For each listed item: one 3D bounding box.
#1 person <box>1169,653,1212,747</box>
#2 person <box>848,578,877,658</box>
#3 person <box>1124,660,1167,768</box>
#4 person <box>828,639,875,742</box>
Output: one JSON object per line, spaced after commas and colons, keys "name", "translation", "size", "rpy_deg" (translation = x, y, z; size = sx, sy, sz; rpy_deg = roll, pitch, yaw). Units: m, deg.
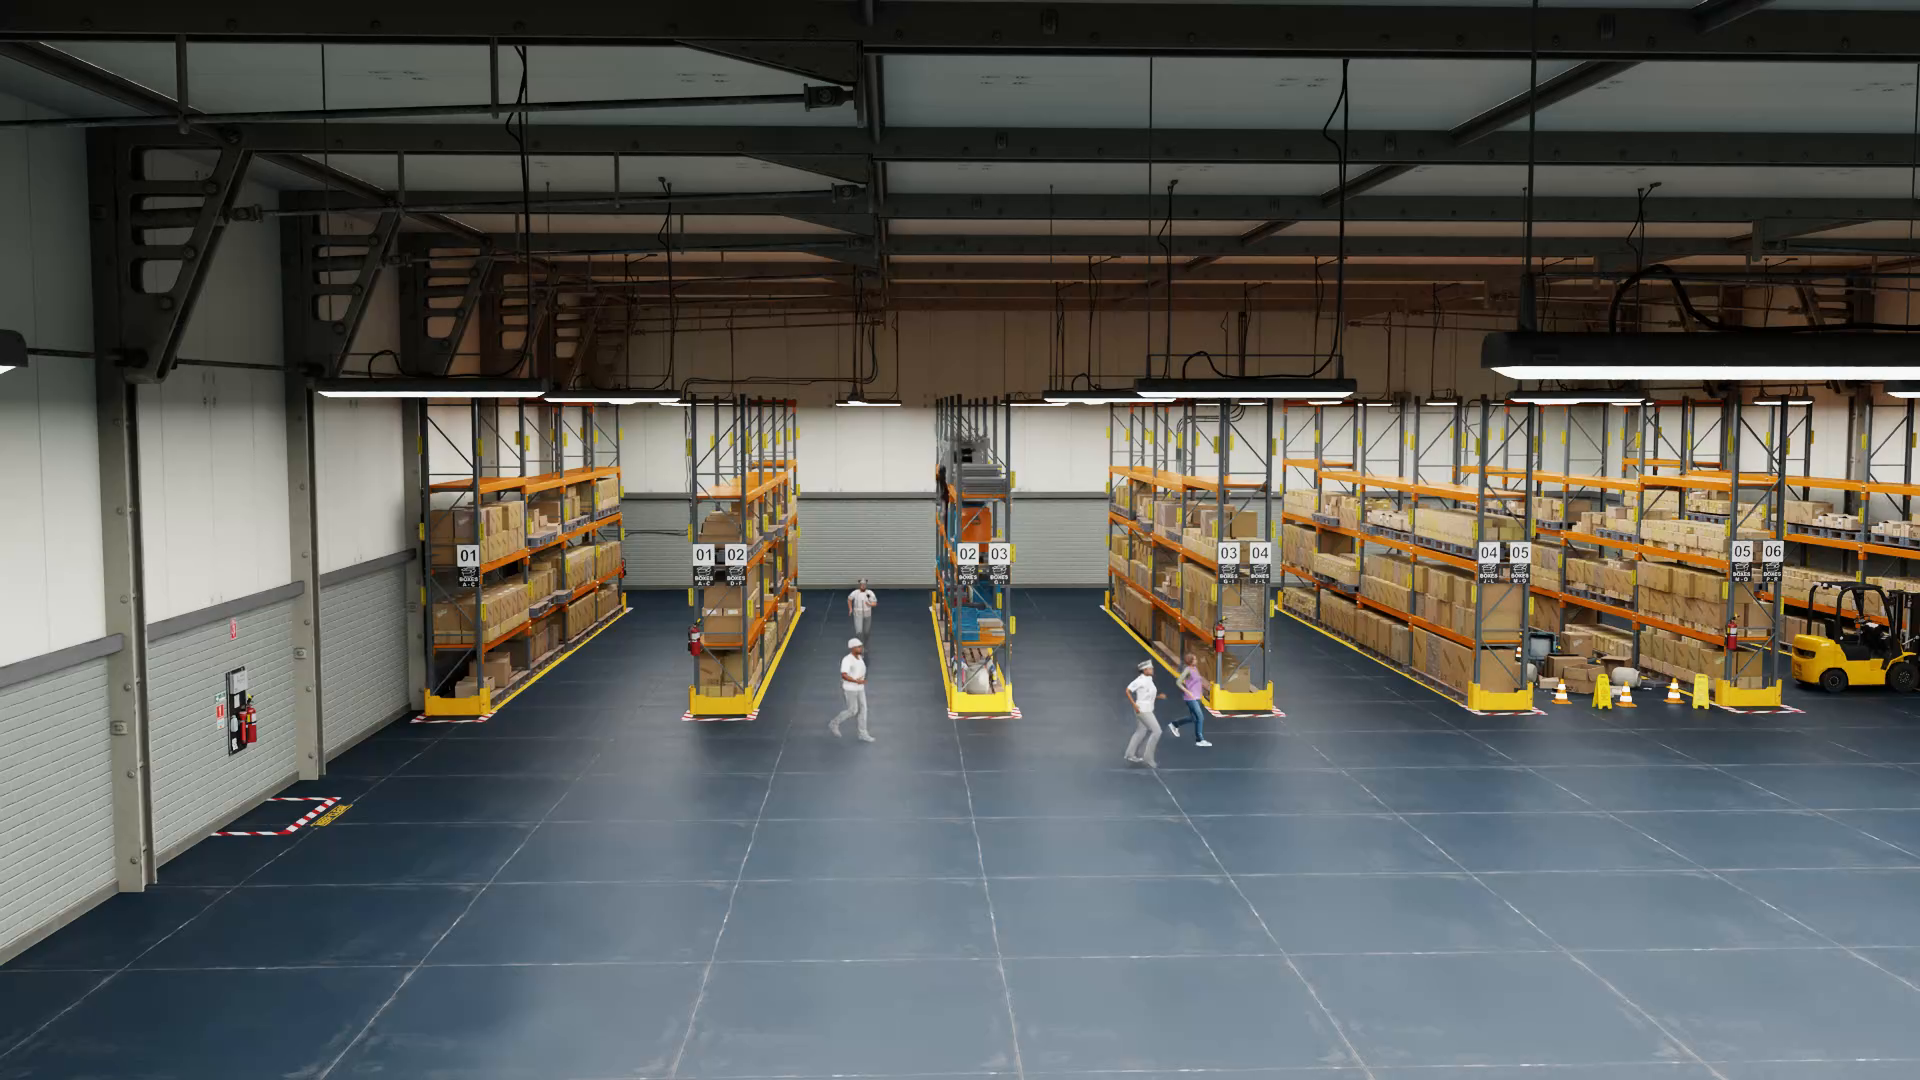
{"name": "person", "translation": [3.913, 2.709, 28.305], "size": [0.805, 1.564, 0.548], "rpy_deg": [2, 5, 29]}
{"name": "person", "translation": [-2.261, 1.795, 38.622], "size": [0.635, 1.839, 0.837], "rpy_deg": [-1, 5, -12]}
{"name": "person", "translation": [2.976, 2.784, 26.699], "size": [0.690, 1.734, 0.555], "rpy_deg": [1, 5, 18]}
{"name": "person", "translation": [-1.846, 2.584, 28.735], "size": [0.818, 1.776, 0.725], "rpy_deg": [2, 5, 21]}
